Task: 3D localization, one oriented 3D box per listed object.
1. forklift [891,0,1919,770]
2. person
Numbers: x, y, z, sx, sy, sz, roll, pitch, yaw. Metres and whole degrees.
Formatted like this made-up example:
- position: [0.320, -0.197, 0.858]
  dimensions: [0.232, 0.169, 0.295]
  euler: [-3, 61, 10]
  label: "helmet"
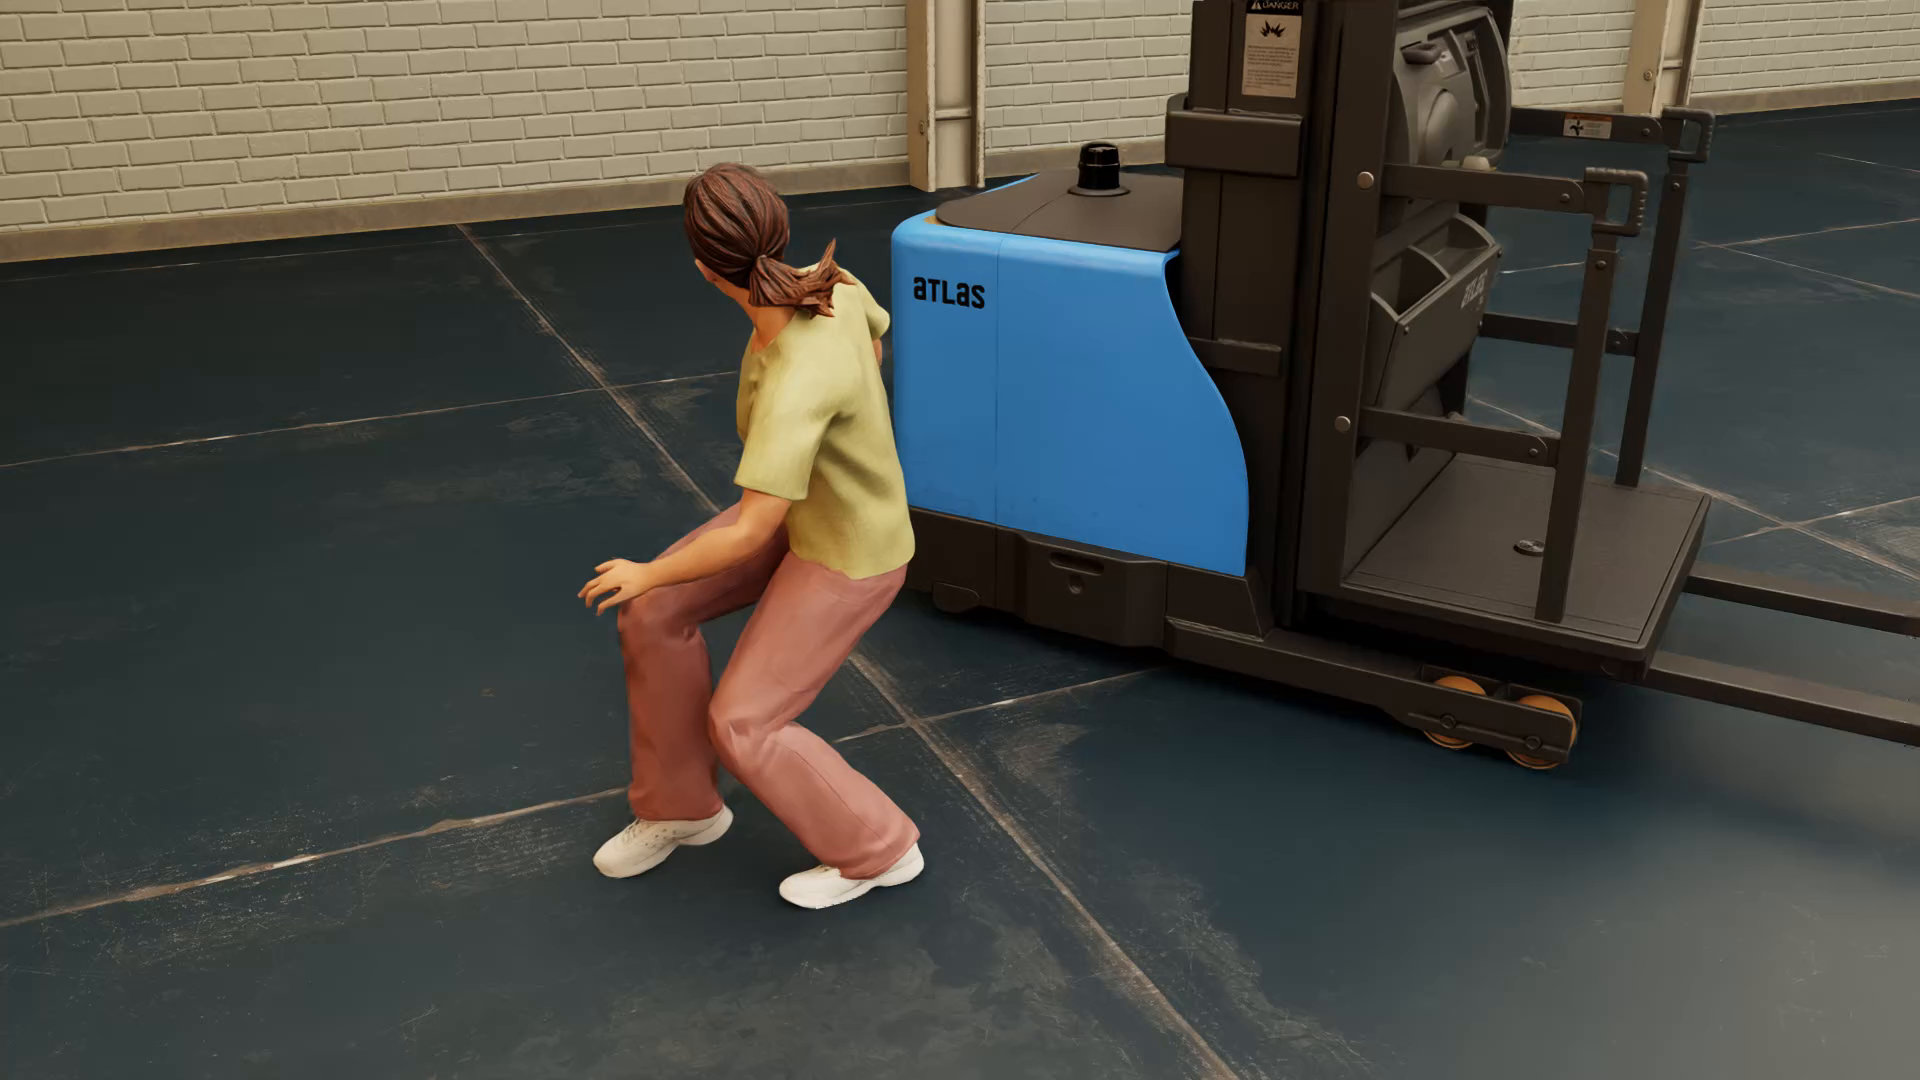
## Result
- position: [1.340, -1.058, 3.832]
  dimensions: [3.031, 2.935, 1.130]
  euler: [12, 26, 27]
  label: "forklift"
- position: [-0.408, -0.006, 3.236]
  dimensions: [0.715, 1.475, 0.688]
  euler: [-6, 23, -14]
  label: "person"
